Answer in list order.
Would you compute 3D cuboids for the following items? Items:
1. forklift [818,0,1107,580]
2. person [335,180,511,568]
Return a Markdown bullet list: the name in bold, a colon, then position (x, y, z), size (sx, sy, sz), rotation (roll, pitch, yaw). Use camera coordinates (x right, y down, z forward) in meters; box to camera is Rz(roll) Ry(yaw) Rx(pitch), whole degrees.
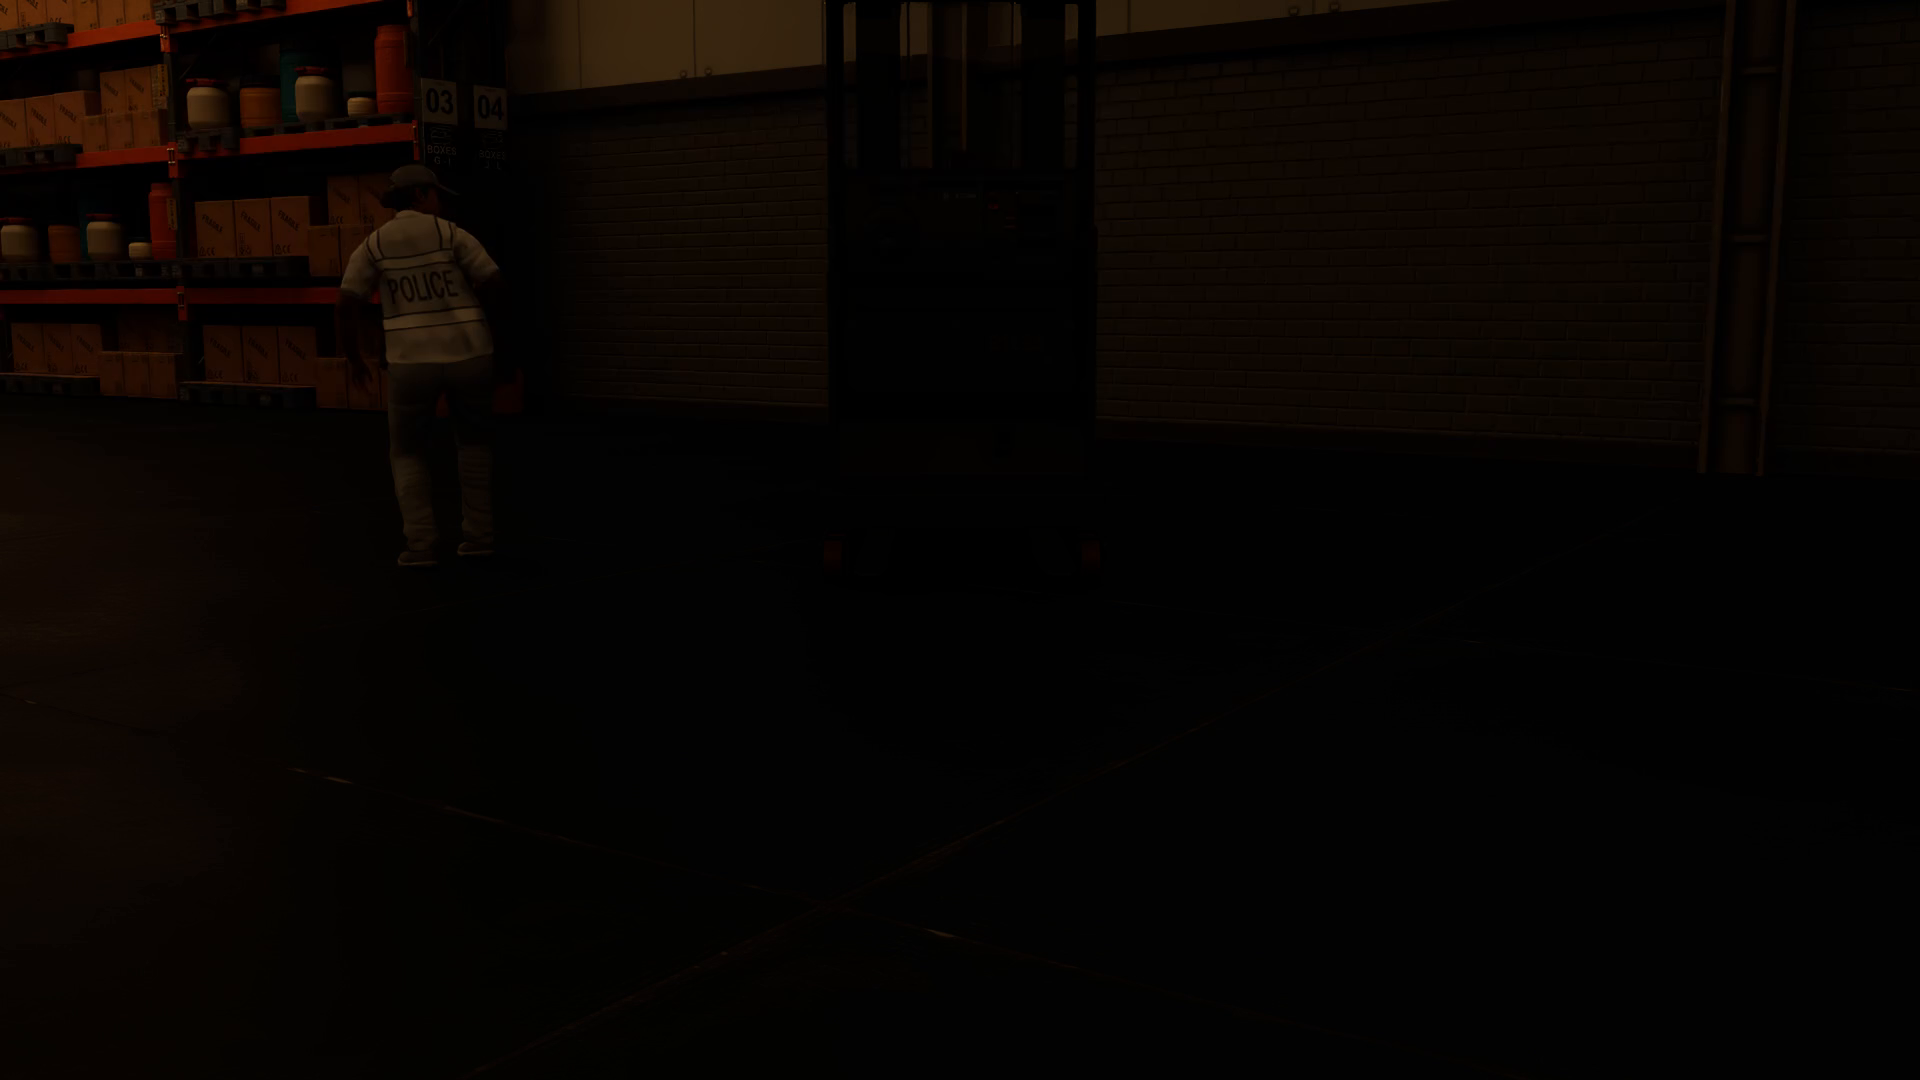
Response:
- **forklift**: position (0.006, -1.333, 6.568), size (1.130, 2.935, 3.031), rotation (0, 8, 0)
- **person**: position (-2.190, -0.699, 6.814), size (0.677, 1.622, 0.513), rotation (-3, 9, -20)
